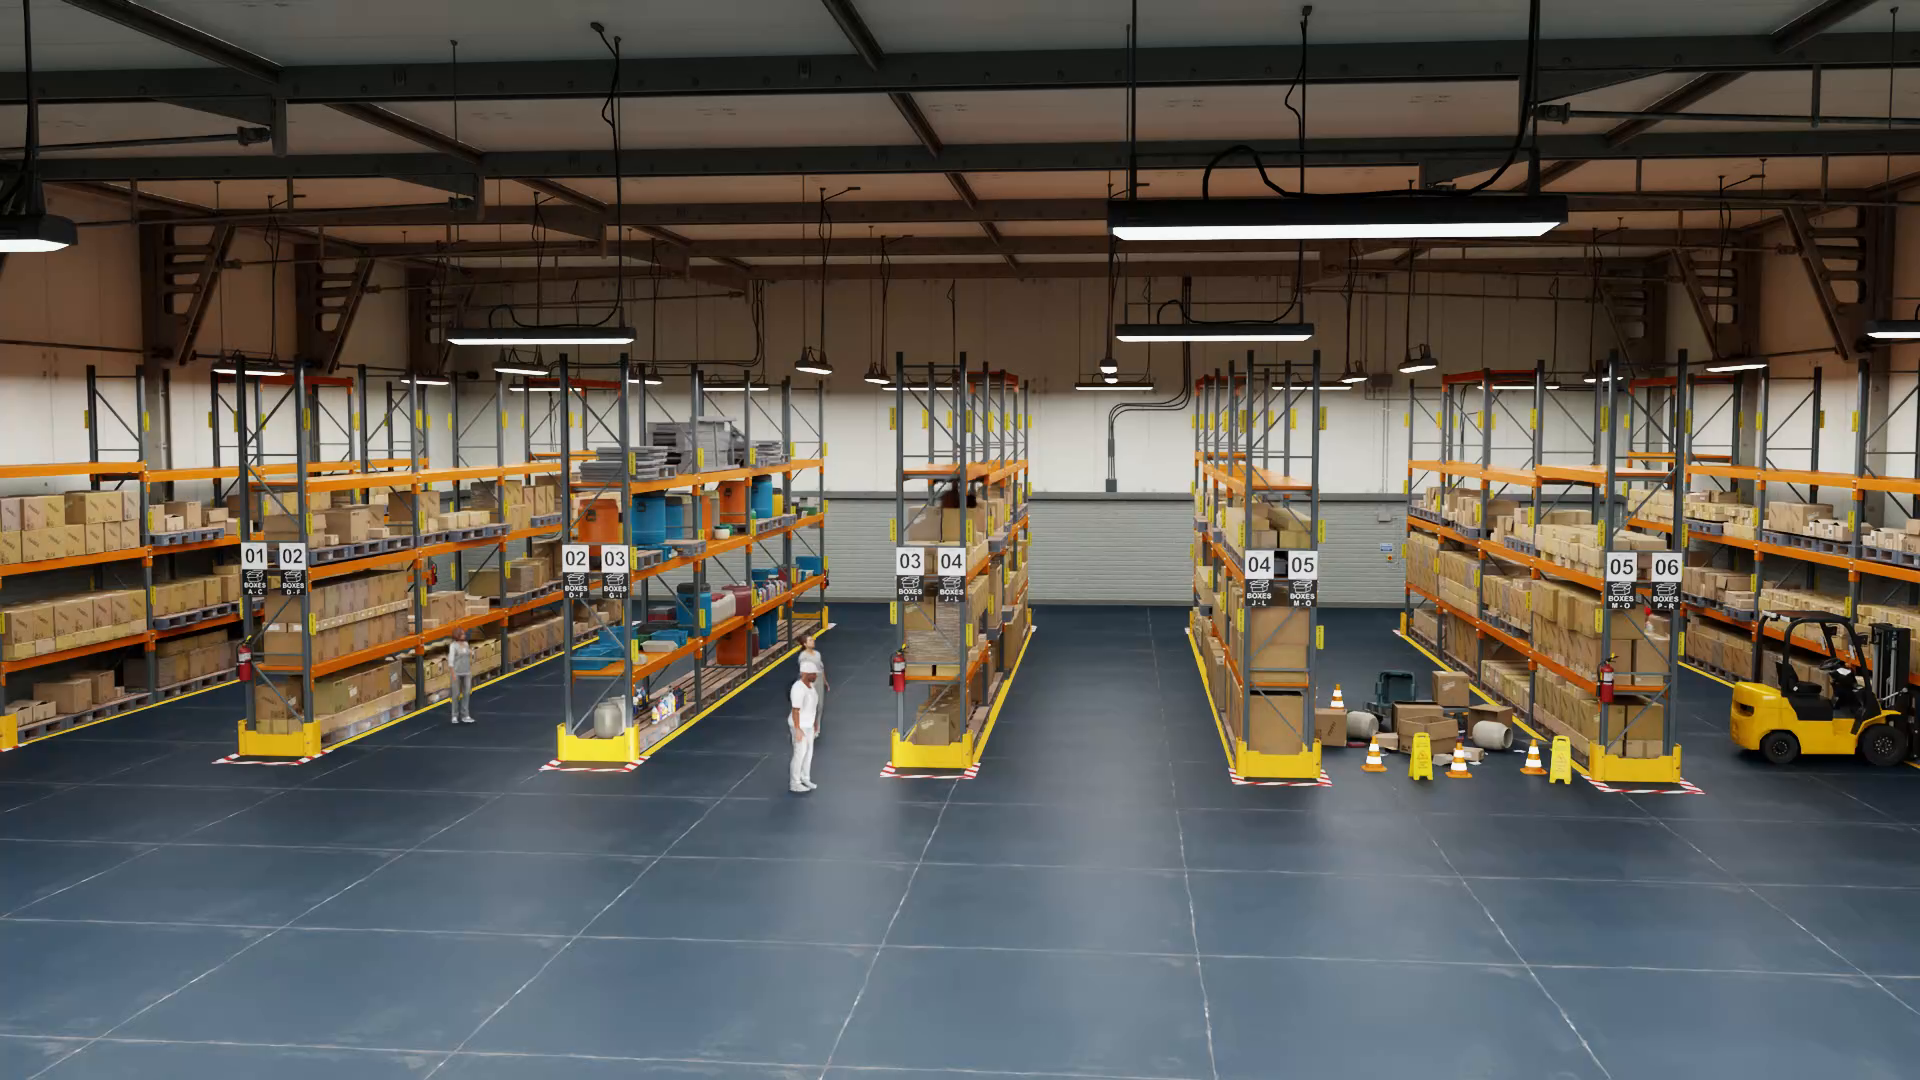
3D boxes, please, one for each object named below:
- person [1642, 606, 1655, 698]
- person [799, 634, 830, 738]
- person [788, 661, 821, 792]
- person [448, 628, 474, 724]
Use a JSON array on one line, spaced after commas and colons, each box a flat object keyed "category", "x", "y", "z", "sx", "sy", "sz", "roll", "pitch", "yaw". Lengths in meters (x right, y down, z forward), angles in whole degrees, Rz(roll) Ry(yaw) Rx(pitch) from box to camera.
[{"category": "person", "x": 11.896, "y": 2.050, "z": 29.053, "sx": 0.441, "sy": 1.794, "sz": 0.608, "roll": 2, "pitch": 5, "yaw": 27}, {"category": "person", "x": -2.303, "y": 2.341, "z": 26.376, "sx": 0.497, "sy": 1.690, "sz": 0.494, "roll": -2, "pitch": 5, "yaw": -28}, {"category": "person", "x": -2.103, "y": 2.522, "z": 22.569, "sx": 0.450, "sy": 1.772, "sz": 0.603, "roll": 1, "pitch": 4, "yaw": 16}, {"category": "person", "x": -8.279, "y": 2.266, "z": 27.571, "sx": 0.449, "sy": 1.580, "sz": 0.465, "roll": -3, "pitch": 5, "yaw": -41}]
